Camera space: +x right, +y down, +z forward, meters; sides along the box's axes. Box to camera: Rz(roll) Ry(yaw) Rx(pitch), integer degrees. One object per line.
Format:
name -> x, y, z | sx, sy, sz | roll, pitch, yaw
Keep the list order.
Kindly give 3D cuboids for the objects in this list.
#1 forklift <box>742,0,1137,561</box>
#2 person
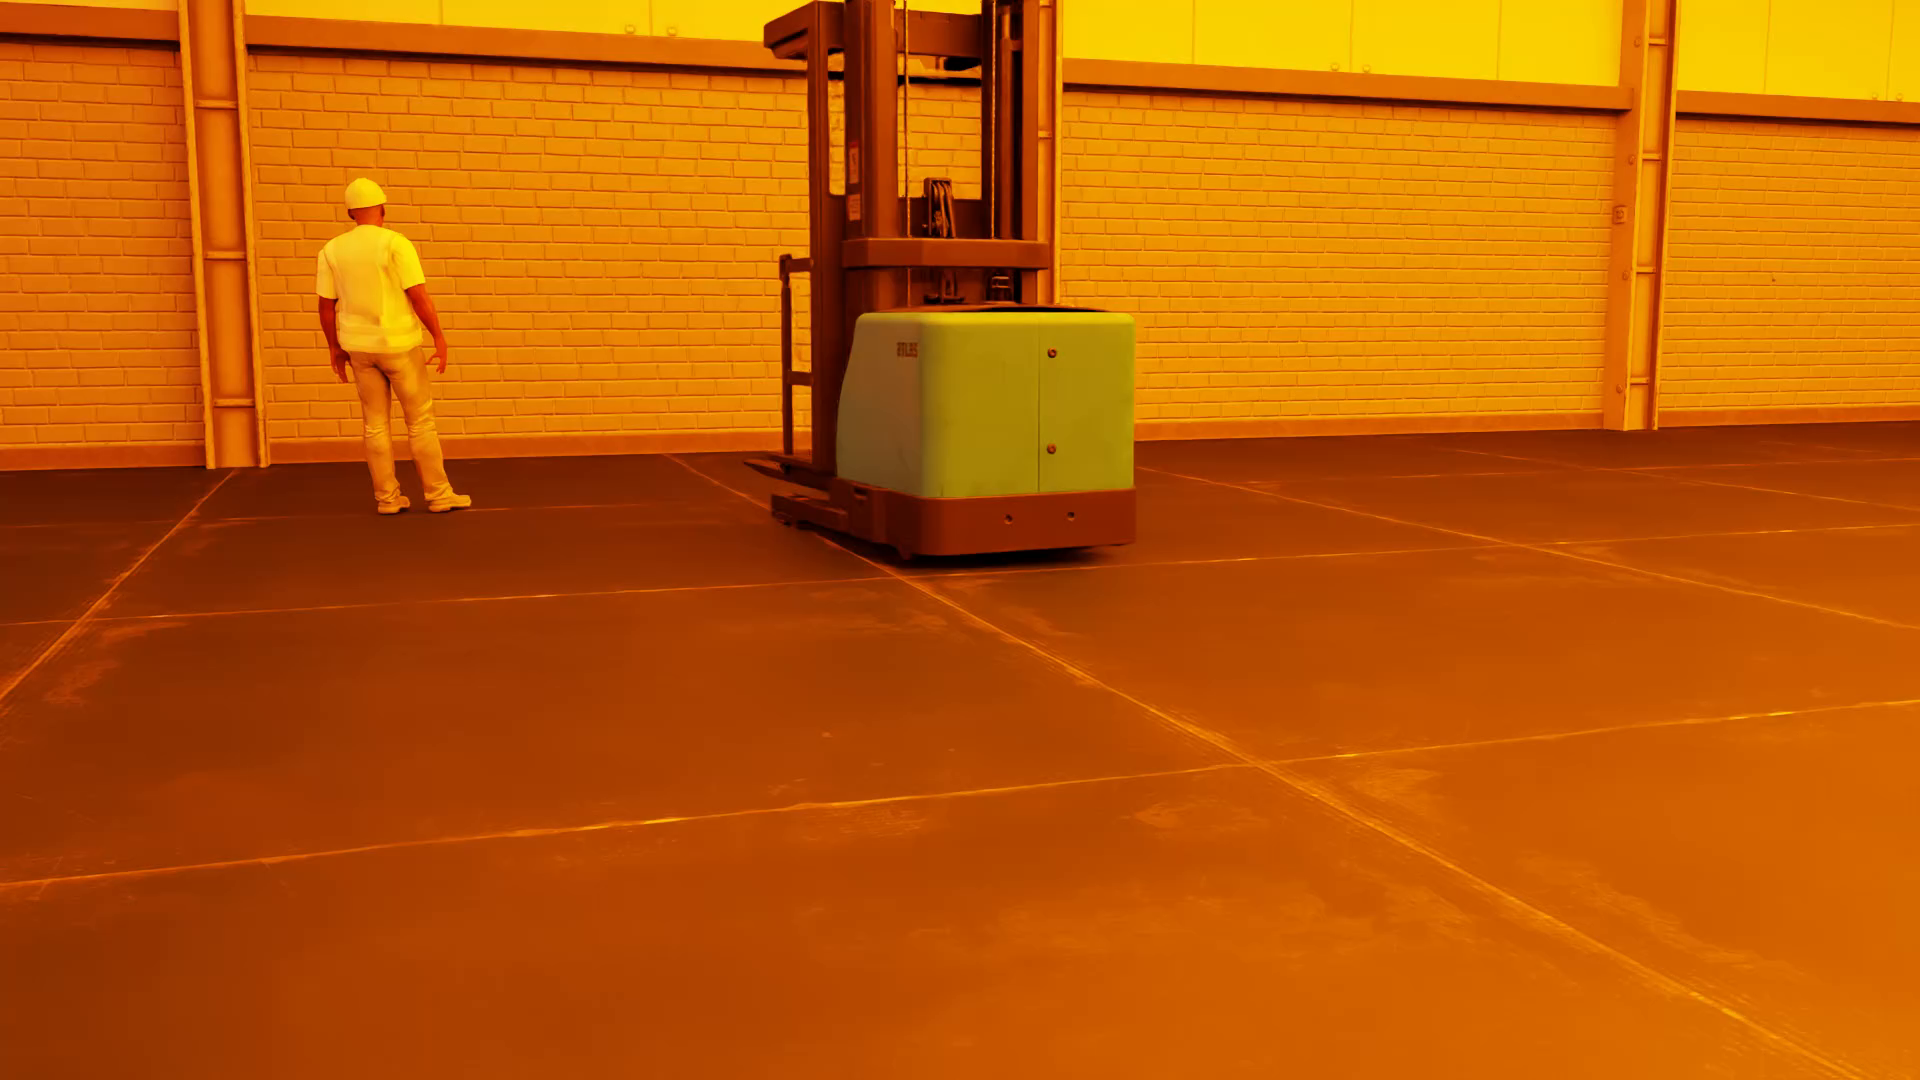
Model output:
forklift -> -0.311, -1.524, 8.256 | 1.130, 2.935, 3.031 | -4, 9, -25
person -> -3.047, -1.032, 8.908 | 0.666, 1.765, 0.579 | 1, 8, 9
